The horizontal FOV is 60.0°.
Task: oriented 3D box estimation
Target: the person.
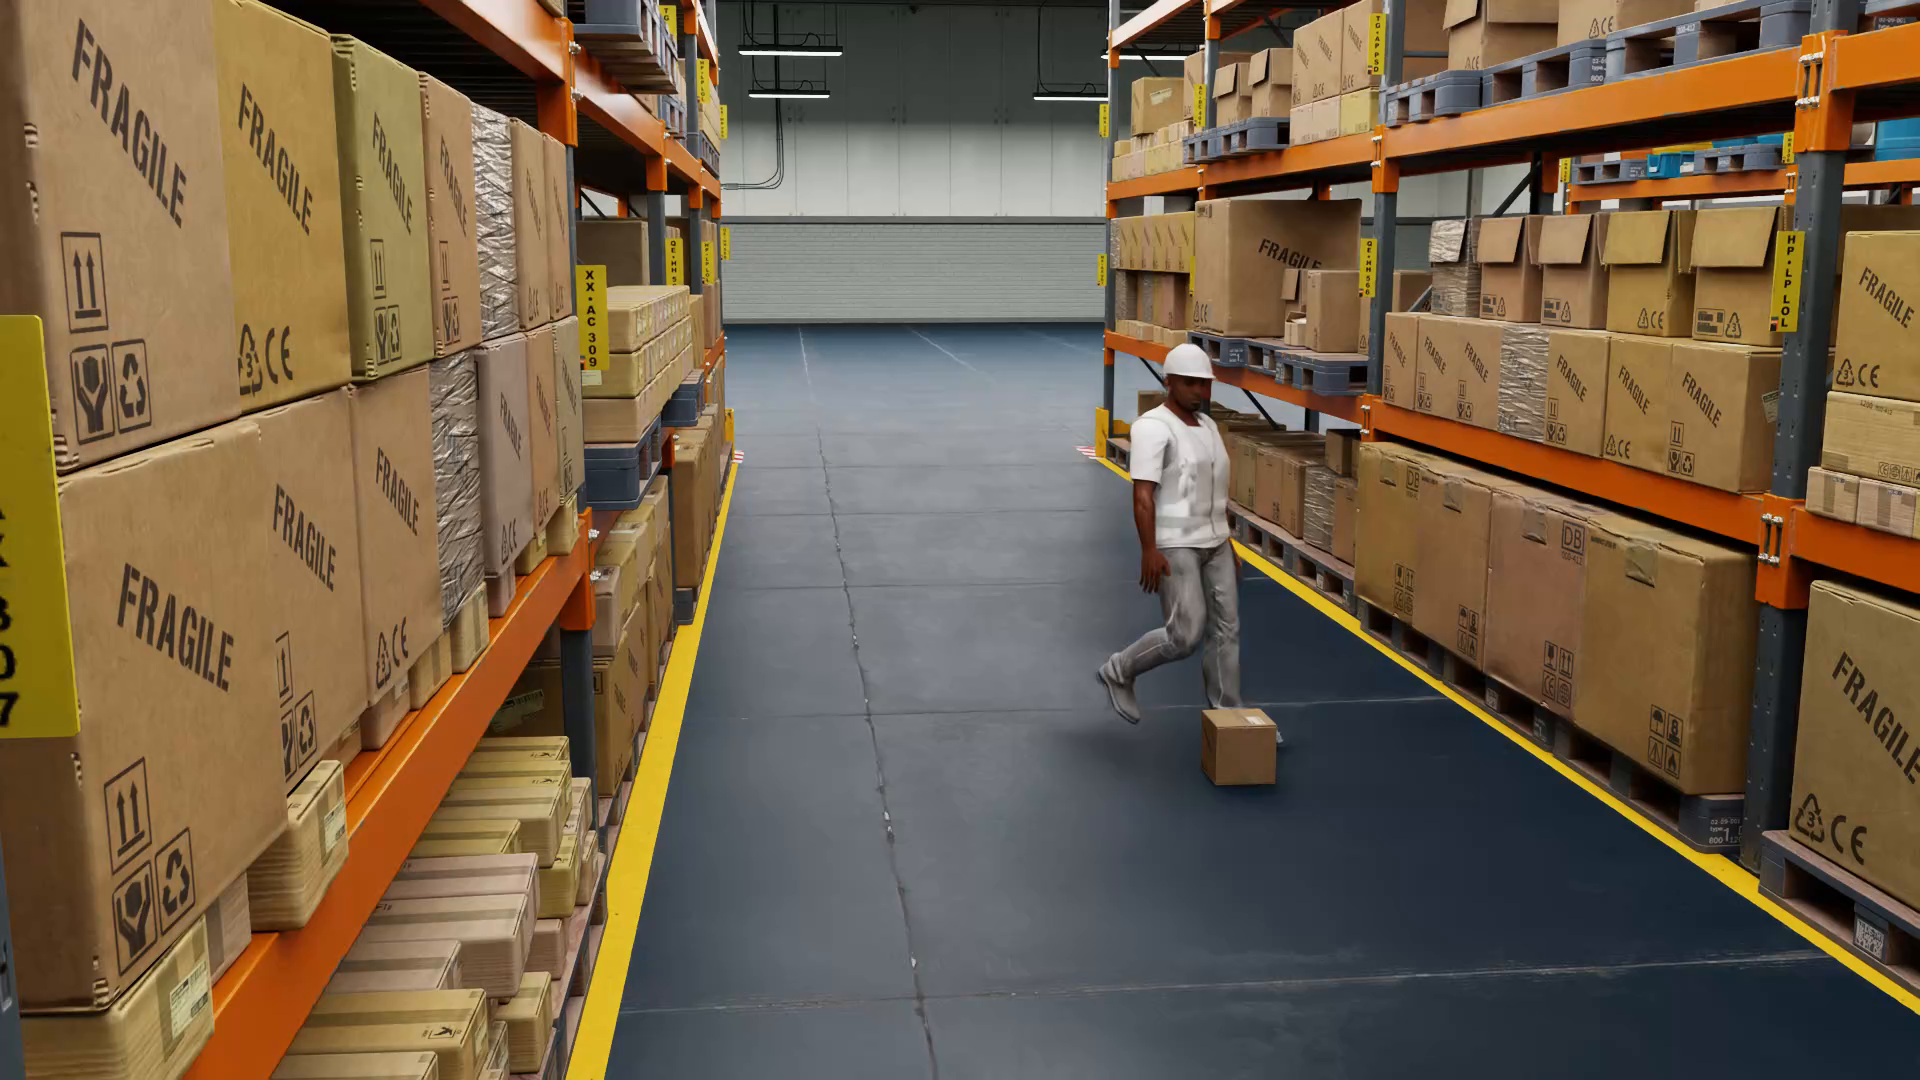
[{"bbox_3d":[1.028,0.027,7.238,0.805,1.746,0.603,10,14,43],"label":"person"}]
